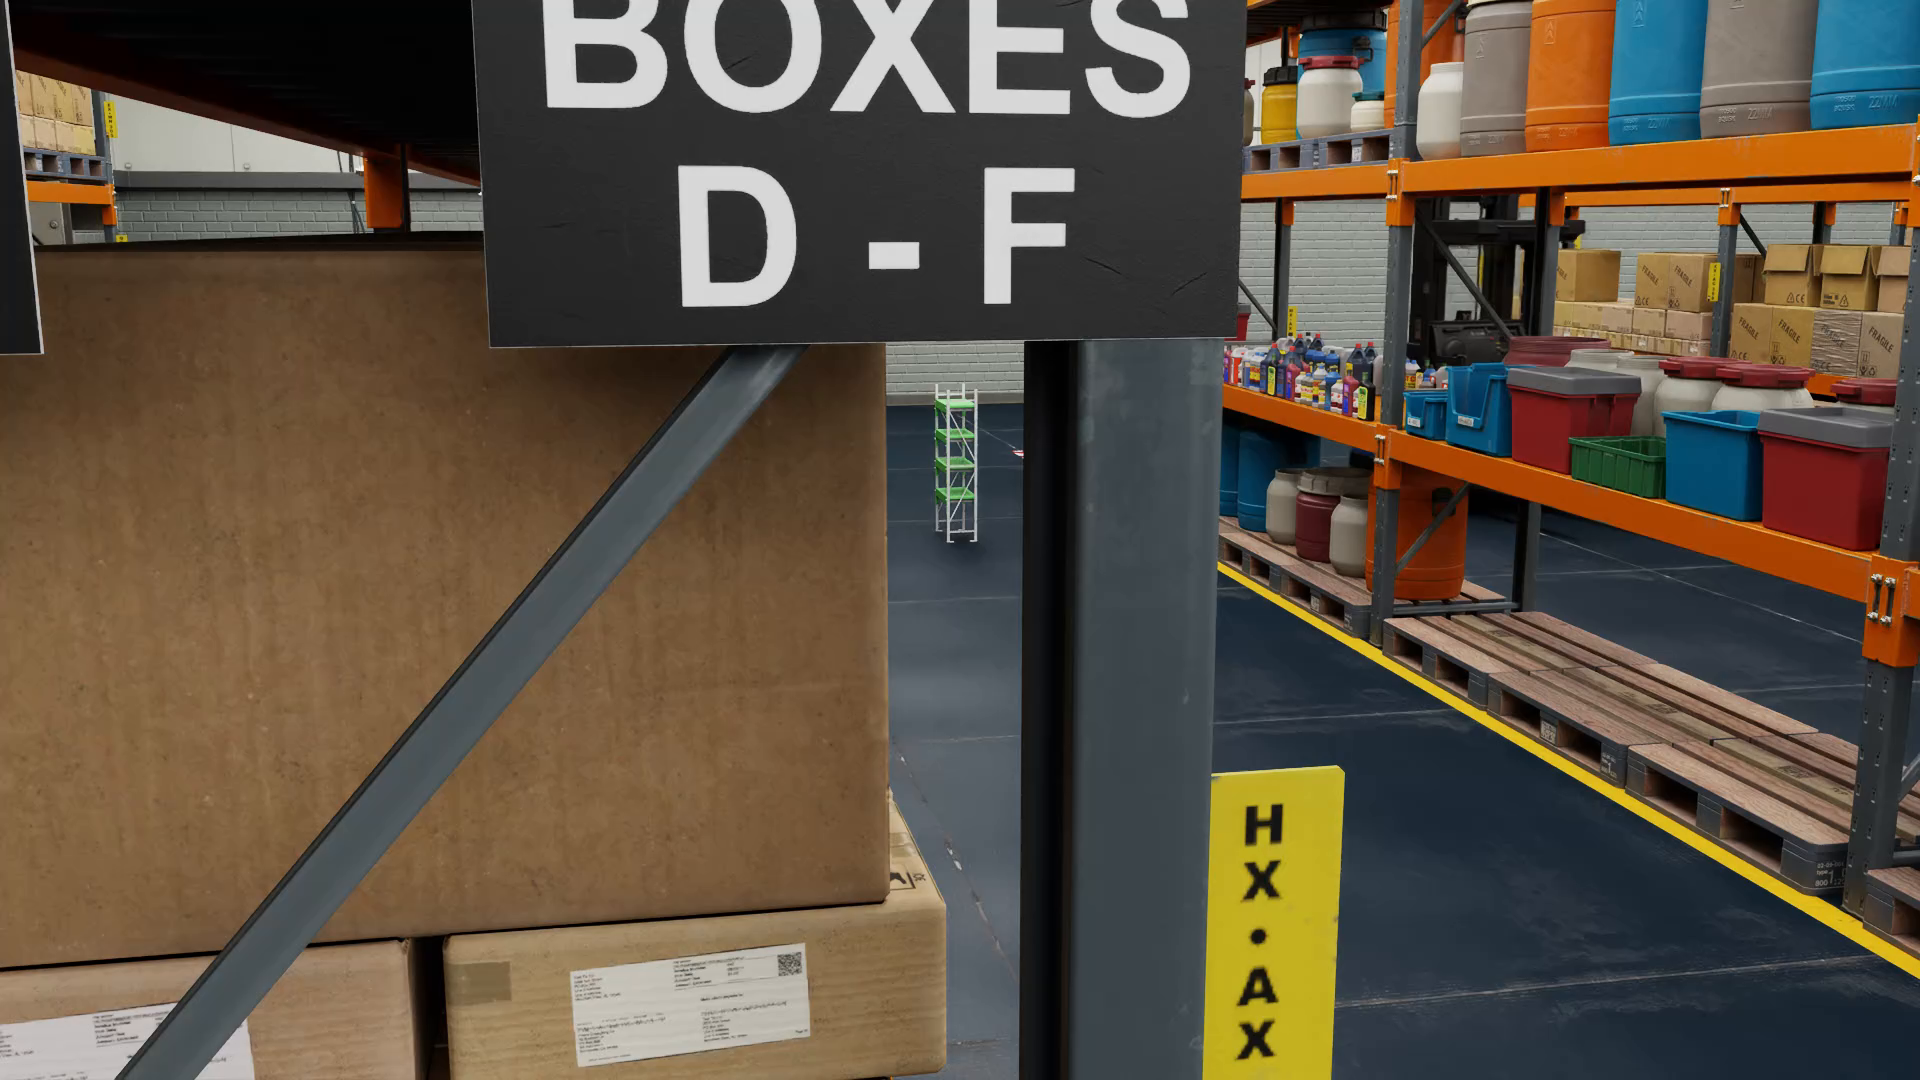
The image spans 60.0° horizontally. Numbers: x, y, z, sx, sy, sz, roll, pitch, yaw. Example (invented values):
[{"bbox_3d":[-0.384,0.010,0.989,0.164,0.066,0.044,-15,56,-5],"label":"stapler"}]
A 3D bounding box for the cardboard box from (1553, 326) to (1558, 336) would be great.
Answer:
[{"bbox_3d":[6.197,-2.119,16.980,0.380,0.149,0.250,-2,11,-12],"label":"cardboard box"}]

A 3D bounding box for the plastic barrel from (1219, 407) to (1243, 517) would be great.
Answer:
[{"bbox_3d":[2.259,-0.670,13.181,0.600,0.901,0.708,-2,11,-11],"label":"plastic barrel"}]

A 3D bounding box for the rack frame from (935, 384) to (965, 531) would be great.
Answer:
[{"bbox_3d":[-0.080,-0.665,13.479,0.240,1.200,0.015,-2,11,-11],"label":"rack frame"}]

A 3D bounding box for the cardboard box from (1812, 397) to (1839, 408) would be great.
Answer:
[{"bbox_3d":[7.347,-0.657,13.183,1.225,0.875,0.875,-3,11,-13],"label":"cardboard box"}]

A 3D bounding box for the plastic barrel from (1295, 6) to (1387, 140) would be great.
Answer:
[{"bbox_3d":[2.652,-3.213,11.569,0.600,0.901,0.708,-2,11,-11],"label":"plastic barrel"}]

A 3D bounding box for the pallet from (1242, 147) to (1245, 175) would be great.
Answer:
[{"bbox_3d":[2.418,-2.835,12.552,1.213,0.211,1.003,-2,11,-11],"label":"pallet"}]

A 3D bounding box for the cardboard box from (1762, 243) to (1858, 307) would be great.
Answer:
[{"bbox_3d":[7.161,-2.200,13.780,0.797,0.503,0.637,-2,11,-12],"label":"cardboard box"}]

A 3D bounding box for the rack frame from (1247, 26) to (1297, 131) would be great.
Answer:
[{"bbox_3d":[2.170,-4.542,12.990,1.000,3.000,0.127,-2,11,-11],"label":"rack frame"}]

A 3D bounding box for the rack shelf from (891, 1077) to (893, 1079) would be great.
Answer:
[{"bbox_3d":[-0.745,0.772,3.040,1.077,0.370,4.000,-2,11,-11],"label":"rack shelf"}]

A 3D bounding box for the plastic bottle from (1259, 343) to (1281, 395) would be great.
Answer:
[{"bbox_3d":[2.176,-1.194,11.579,0.144,0.351,0.185,-2,11,-11],"label":"plastic bottle"}]

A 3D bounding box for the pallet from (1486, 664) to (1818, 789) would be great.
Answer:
[{"bbox_3d":[3.294,0.876,8.030,1.003,0.211,1.213,-2,11,-11],"label":"pallet"}]

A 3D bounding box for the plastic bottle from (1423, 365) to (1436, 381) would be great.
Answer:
[{"bbox_3d":[3.035,-0.994,10.739,0.097,0.271,0.097,0,11,0],"label":"plastic bottle"}]

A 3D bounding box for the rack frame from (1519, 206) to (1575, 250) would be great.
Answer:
[{"bbox_3d":[6.250,-2.508,18.352,1.000,3.000,0.127,-2,11,-11],"label":"rack frame"}]

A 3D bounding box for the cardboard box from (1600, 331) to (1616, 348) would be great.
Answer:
[{"bbox_3d":[6.397,-1.931,15.990,0.380,0.149,0.250,-2,11,-12],"label":"cardboard box"}]

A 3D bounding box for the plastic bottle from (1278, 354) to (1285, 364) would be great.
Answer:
[{"bbox_3d":[2.226,-1.132,11.436,0.061,0.283,0.133,-2,11,-11],"label":"plastic bottle"}]

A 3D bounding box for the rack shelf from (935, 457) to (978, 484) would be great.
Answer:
[{"bbox_3d":[-0.032,-0.557,13.256,0.258,0.148,0.480,-2,11,-11],"label":"rack shelf"}]

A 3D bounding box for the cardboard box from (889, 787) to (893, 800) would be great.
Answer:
[{"bbox_3d":[-0.275,0.290,1.648,0.380,0.149,0.250,-2,11,-12],"label":"cardboard box"}]

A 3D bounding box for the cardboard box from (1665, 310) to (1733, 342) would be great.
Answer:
[{"bbox_3d":[6.685,-1.918,14.859,0.500,0.250,0.500,-2,11,-12],"label":"cardboard box"}]

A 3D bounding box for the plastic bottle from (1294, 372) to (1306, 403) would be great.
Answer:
[{"bbox_3d":[2.269,-1.011,11.017,0.097,0.201,0.097,0,11,0],"label":"plastic bottle"}]

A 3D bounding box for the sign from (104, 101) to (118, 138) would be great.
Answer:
[{"bbox_3d":[-7.791,-3.855,15.247,0.100,0.325,0.005,-2,11,-11],"label":"sign"}]

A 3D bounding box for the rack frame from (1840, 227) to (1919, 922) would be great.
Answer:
[{"bbox_3d":[3.726,-0.127,5.842,1.000,3.000,0.127,-2,11,-11],"label":"rack frame"}]

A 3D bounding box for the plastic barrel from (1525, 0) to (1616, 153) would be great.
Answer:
[{"bbox_3d":[3.022,-2.267,7.913,0.600,0.830,0.708,-2,11,-11],"label":"plastic barrel"}]

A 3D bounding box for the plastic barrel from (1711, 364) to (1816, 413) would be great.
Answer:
[{"bbox_3d":[3.612,-0.512,7.500,0.433,0.535,0.433,0,11,0],"label":"plastic barrel"}]

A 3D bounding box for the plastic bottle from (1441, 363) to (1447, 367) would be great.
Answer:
[{"bbox_3d":[3.109,-1.006,10.770,0.061,0.283,0.133,-2,11,-11],"label":"plastic bottle"}]

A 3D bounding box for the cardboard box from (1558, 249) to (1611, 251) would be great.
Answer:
[{"bbox_3d":[6.603,-2.869,17.849,0.500,0.500,0.500,-2,11,-10],"label":"cardboard box"}]

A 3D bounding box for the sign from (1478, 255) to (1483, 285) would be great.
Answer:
[{"bbox_3d":[5.705,-2.953,18.163,0.100,0.325,0.005,-2,11,-11],"label":"sign"}]

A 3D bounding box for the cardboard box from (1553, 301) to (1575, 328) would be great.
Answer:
[{"bbox_3d":[6.281,-2.295,16.839,0.500,0.250,0.500,-2,11,-13],"label":"cardboard box"}]

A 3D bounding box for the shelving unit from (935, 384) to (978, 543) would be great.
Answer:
[{"bbox_3d":[-0.032,-0.620,13.244,0.258,1.200,0.503,-2,11,-11],"label":"shelving unit"}]

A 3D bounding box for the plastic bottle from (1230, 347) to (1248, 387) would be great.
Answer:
[{"bbox_3d":[2.066,-1.265,12.152,0.152,0.276,0.135,-2,11,-11],"label":"plastic bottle"}]

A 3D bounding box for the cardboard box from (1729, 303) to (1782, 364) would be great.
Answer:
[{"bbox_3d":[6.873,-1.730,13.997,0.500,0.500,0.500,-2,11,-11],"label":"cardboard box"}]

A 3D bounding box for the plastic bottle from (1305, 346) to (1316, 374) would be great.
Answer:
[{"bbox_3d":[2.614,-1.303,12.365,0.097,0.271,0.097,0,11,0],"label":"plastic bottle"}]

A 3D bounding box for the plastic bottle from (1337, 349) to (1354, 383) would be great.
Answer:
[{"bbox_3d":[2.804,-1.246,12.054,0.152,0.276,0.135,-2,11,-11],"label":"plastic bottle"}]

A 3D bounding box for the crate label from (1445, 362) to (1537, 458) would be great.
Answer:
[{"bbox_3d":[2.876,-0.686,8.684,0.502,0.435,0.616,-2,11,-11],"label":"crate label"}]

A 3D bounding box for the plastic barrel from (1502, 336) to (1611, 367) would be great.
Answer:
[{"bbox_3d":[3.335,-0.854,9.295,0.600,0.536,0.708,-2,11,-11],"label":"plastic barrel"}]

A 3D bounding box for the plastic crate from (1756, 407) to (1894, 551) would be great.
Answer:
[{"bbox_3d":[3.332,-0.236,6.244,0.402,0.464,0.583,-2,11,-11],"label":"plastic crate"}]

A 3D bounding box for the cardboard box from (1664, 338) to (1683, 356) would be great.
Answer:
[{"bbox_3d":[6.597,-1.742,15.001,0.380,0.149,0.250,-2,11,-10],"label":"cardboard box"}]

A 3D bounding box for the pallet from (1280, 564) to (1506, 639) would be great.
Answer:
[{"bbox_3d":[2.754,0.366,10.709,1.003,0.211,1.213,-2,11,-11],"label":"pallet"}]

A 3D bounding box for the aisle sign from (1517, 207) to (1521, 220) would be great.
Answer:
[{"bbox_3d":[5.942,-3.788,18.121,0.394,0.787,0.004,-2,11,-11],"label":"aisle sign"}]

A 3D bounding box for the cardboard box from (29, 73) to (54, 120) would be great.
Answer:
[{"bbox_3d":[-7.720,-3.680,13.489,0.500,0.500,0.500,-3,11,-14],"label":"cardboard box"}]

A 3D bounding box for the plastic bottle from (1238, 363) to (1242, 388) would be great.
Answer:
[{"bbox_3d":[2.062,-1.206,12.042,0.097,0.201,0.097,0,11,0],"label":"plastic bottle"}]

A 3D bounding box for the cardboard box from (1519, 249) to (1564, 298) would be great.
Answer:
[{"bbox_3d":[6.176,-2.759,17.272,0.500,0.500,0.500,-2,11,-12],"label":"cardboard box"}]

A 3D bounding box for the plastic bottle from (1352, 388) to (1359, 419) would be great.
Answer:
[{"bbox_3d":[2.446,-0.844,10.138,0.097,0.201,0.097,0,11,0],"label":"plastic bottle"}]

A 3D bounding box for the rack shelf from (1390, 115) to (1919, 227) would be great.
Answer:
[{"bbox_3d":[3.337,-1.614,7.556,1.077,0.370,4.000,-2,11,-11],"label":"rack shelf"}]

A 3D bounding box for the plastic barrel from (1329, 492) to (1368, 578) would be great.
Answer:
[{"bbox_3d":[2.639,-0.034,10.885,0.421,0.512,0.421,0,11,0],"label":"plastic barrel"}]

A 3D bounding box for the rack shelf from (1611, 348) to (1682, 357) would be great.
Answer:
[{"bbox_3d":[6.639,-1.788,16.492,1.077,0.370,4.000,-2,11,-11],"label":"rack shelf"}]

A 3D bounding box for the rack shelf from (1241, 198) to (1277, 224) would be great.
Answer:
[{"bbox_3d":[1.781,-3.081,15.265,1.077,0.370,4.000,-2,11,-11],"label":"rack shelf"}]

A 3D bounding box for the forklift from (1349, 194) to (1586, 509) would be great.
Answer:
[{"bbox_3d":[4.683,-1.757,14.588,1.130,2.935,3.031,-3,11,-17],"label":"forklift"}]

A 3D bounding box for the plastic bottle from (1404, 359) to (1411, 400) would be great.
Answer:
[{"bbox_3d":[3.005,-1.080,11.195,0.097,0.271,0.097,0,11,0],"label":"plastic bottle"}]

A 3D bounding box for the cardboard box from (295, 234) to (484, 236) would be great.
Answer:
[{"bbox_3d":[-0.748,-0.277,2.892,0.700,0.500,0.500,-2,11,-11],"label":"cardboard box"}]

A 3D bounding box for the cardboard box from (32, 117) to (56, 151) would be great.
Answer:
[{"bbox_3d":[-7.715,-3.308,13.541,0.500,0.250,0.500,-2,11,-13],"label":"cardboard box"}]

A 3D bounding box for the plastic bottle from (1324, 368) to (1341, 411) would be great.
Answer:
[{"bbox_3d":[2.363,-0.956,10.542,0.097,0.271,0.097,0,11,0],"label":"plastic bottle"}]

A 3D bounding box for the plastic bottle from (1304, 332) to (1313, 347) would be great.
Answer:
[{"bbox_3d":[2.670,-1.414,12.733,0.144,0.351,0.185,-2,11,-11],"label":"plastic bottle"}]
